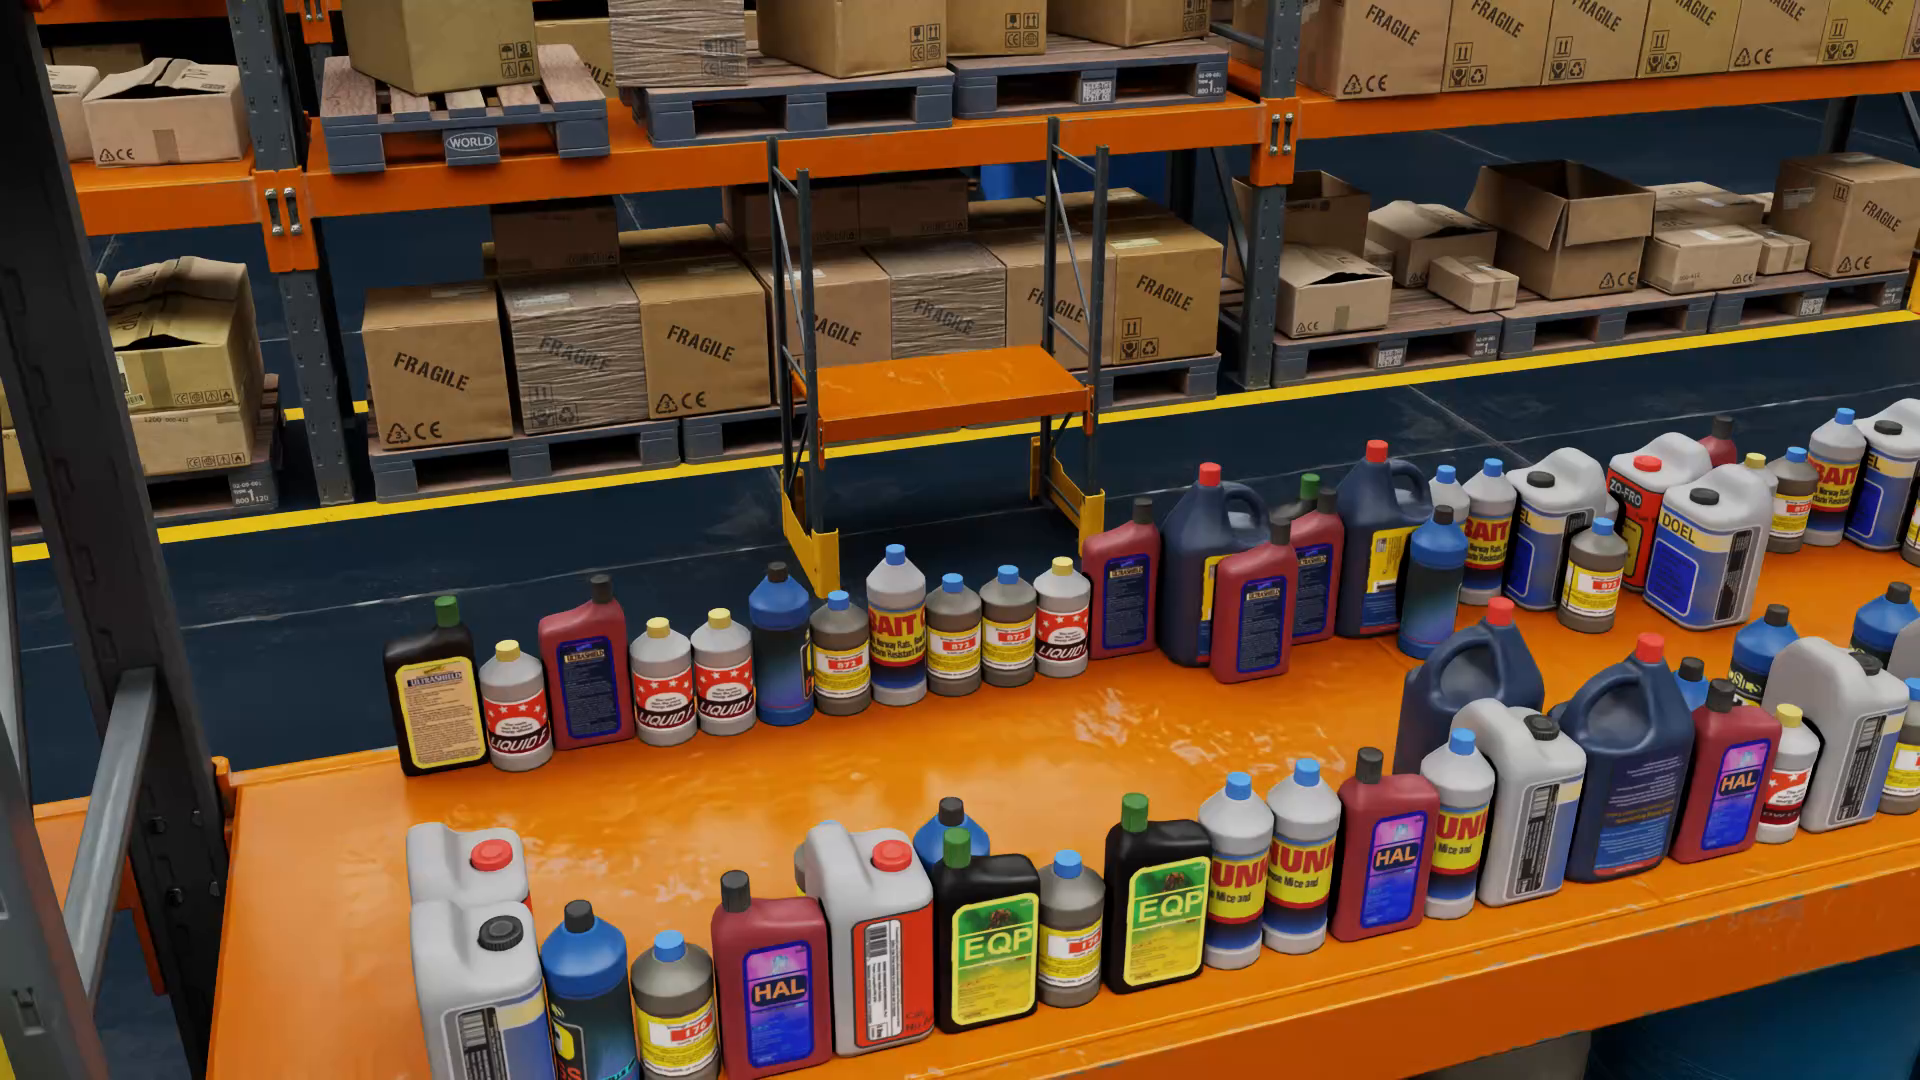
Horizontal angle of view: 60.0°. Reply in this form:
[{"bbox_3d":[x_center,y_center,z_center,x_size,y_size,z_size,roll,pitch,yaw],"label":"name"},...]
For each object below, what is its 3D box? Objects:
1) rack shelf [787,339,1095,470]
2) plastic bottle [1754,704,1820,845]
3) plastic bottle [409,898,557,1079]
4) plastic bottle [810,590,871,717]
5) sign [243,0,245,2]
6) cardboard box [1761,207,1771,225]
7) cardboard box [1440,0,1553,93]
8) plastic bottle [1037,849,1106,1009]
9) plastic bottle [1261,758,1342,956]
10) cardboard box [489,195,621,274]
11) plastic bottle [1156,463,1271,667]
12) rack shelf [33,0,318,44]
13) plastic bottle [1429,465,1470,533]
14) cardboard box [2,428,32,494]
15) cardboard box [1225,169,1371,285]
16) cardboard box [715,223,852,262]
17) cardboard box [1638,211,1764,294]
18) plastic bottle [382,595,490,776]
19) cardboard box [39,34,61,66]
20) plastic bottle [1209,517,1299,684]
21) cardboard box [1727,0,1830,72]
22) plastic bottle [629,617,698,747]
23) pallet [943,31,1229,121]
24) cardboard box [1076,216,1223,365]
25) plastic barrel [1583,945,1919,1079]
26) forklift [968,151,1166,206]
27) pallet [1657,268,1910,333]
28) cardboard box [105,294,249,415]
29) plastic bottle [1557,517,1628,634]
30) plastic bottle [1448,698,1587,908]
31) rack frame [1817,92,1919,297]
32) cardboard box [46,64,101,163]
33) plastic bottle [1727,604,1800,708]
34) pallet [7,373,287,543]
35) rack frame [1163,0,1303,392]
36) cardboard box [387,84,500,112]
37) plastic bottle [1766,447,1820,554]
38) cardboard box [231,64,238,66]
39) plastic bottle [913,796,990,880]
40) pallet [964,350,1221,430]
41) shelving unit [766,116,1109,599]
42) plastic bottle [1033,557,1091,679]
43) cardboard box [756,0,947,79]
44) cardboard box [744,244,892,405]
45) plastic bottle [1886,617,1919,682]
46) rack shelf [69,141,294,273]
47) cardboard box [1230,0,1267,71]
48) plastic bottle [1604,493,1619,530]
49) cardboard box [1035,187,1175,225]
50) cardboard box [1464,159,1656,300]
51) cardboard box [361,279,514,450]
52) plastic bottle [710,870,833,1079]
[{"bbox_3d":[-0.081,-0.499,5.973,1.000,0.185,0.538,-8,28,-16],"label":"rack shelf"},{"bbox_3d":[1.189,0.334,2.428,0.097,0.201,0.097,0,26,0],"label":"plastic bottle"},{"bbox_3d":[-0.551,0.540,1.929,0.135,0.276,0.152,-8,28,-16],"label":"plastic bottle"},{"bbox_3d":[-0.197,0.180,2.738,0.097,0.201,0.097,0,26,0],"label":"plastic bottle"},{"bbox_3d":[-2.417,-1.972,5.547,0.005,0.325,0.100,-8,28,-16],"label":"sign"},{"bbox_3d":[4.272,-1.771,9.135,0.250,0.166,0.380,-8,28,-16],"label":"cardboard box"},{"bbox_3d":[2.266,-2.310,7.418,0.500,0.500,0.500,-8,27,-15],"label":"cardboard box"},{"bbox_3d":[0.135,0.487,2.120,0.097,0.201,0.097,0,26,0],"label":"plastic bottle"},{"bbox_3d":[0.447,0.410,2.196,0.097,0.271,0.097,0,26,0],"label":"plastic bottle"},{"bbox_3d":[-1.724,-1.339,7.046,0.500,0.250,0.500,-7,27,-14],"label":"cardboard box"},{"bbox_3d":[0.441,0.031,2.869,0.185,0.351,0.144,-8,28,-16],"label":"plastic bottle"},{"bbox_3d":[-6.032,-3.184,10.100,4.000,0.370,1.077,-8,28,-16],"label":"rack shelf"},{"bbox_3d":[0.871,-0.006,3.034,0.097,0.271,0.097,0,26,0],"label":"plastic bottle"},{"bbox_3d":[-3.506,-0.396,6.295,0.500,0.250,0.500,-9,28,-17],"label":"cardboard box"},{"bbox_3d":[1.665,-1.515,8.244,0.500,0.500,0.500,-8,28,-16],"label":"cardboard box"},{"bbox_3d":[-0.787,-1.139,7.488,0.500,0.500,0.500,-9,28,-18],"label":"cardboard box"},{"bbox_3d":[3.661,-1.458,8.411,0.500,0.250,0.500,-8,28,-16],"label":"cardboard box"},{"bbox_3d":[-0.810,0.223,2.559,0.133,0.283,0.061,-8,28,-16],"label":"plastic bottle"},{"bbox_3d":[-5.847,-2.949,10.290,0.500,0.250,0.500,-8,28,-16],"label":"cardboard box"},{"bbox_3d":[0.498,0.101,2.804,0.133,0.283,0.061,-8,28,-16],"label":"plastic bottle"},{"bbox_3d":[3.704,-2.518,7.837,0.500,0.500,0.500,-8,28,-16],"label":"cardboard box"},{"bbox_3d":[-0.475,0.220,2.657,0.097,0.201,0.097,0,26,0],"label":"plastic bottle"},{"bbox_3d":[0.417,-2.089,7.300,1.213,0.211,1.003,-8,28,-16],"label":"pallet"},{"bbox_3d":[0.830,-1.127,7.463,0.500,0.500,0.500,-8,28,-16],"label":"cardboard box"},{"bbox_3d":[1.545,0.773,3.207,0.708,0.901,0.600,-8,28,-16],"label":"plastic barrel"},{"bbox_3d":[0.586,-3.343,9.687,1.130,2.935,3.031,-2,26,-5],"label":"forklift"},{"bbox_3d":[4.184,-1.420,8.873,1.213,0.211,1.003,-8,28,-16],"label":"pallet"},{"bbox_3d":[-3.014,-0.719,6.315,0.500,0.311,0.500,-8,27,-15],"label":"cardboard box"},{"bbox_3d":[1.139,0.057,2.985,0.097,0.201,0.097,0,26,0],"label":"plastic bottle"},{"bbox_3d":[0.768,0.349,2.314,0.135,0.276,0.152,-8,28,-16],"label":"plastic bottle"},{"bbox_3d":[5.014,-2.790,8.496,0.127,3.000,1.000,-8,28,-16],"label":"rack frame"},{"bbox_3d":[-3.503,-1.607,6.213,0.500,0.311,0.500,-9,28,-17],"label":"cardboard box"},{"bbox_3d":[1.235,0.225,2.569,0.097,0.271,0.097,0,26,0],"label":"plastic bottle"},{"bbox_3d":[-3.387,-0.342,6.702,1.213,0.211,1.003,-8,28,-16],"label":"pallet"},{"bbox_3d":[1.211,-2.239,7.386,0.127,3.000,1.000,-8,28,-16],"label":"rack frame"},{"bbox_3d":[-3.390,-3.053,10.971,0.750,0.750,0.750,-9,28,-17],"label":"cardboard box"},{"bbox_3d":[1.624,-0.084,3.269,0.097,0.201,0.097,0,26,0],"label":"plastic bottle"},{"bbox_3d":[-4.799,-2.738,10.708,0.500,0.500,0.700,-8,27,-15],"label":"cardboard box"},{"bbox_3d":[-0.011,0.448,2.119,0.097,0.271,0.097,0,26,0],"label":"plastic bottle"},{"bbox_3d":[0.449,-0.862,7.748,1.213,0.211,1.003,-8,28,-16],"label":"pallet"},{"bbox_3d":[-0.072,-0.661,5.895,1.083,1.500,0.587,-8,28,-16],"label":"shelving unit"},{"bbox_3d":[0.173,0.126,2.846,0.097,0.201,0.097,0,26,0],"label":"plastic bottle"},{"bbox_3d":[-0.450,-2.202,6.728,0.500,0.500,0.700,-16,31,-29],"label":"cardboard box"},{"bbox_3d":[-0.602,-0.923,7.052,0.500,0.500,0.500,-9,28,-18],"label":"cardboard box"},{"bbox_3d":[1.512,0.241,2.531,0.135,0.276,0.152,-8,28,-16],"label":"plastic bottle"},{"bbox_3d":[-4.494,-1.090,5.882,4.000,0.370,1.077,-8,28,-16],"label":"rack shelf"},{"bbox_3d":[1.607,-2.461,7.721,0.500,0.500,0.500,-8,27,-15],"label":"cardboard box"},{"bbox_3d":[1.184,-0.020,3.141,0.097,0.201,0.097,0,26,0],"label":"plastic bottle"},{"bbox_3d":[0.675,-1.353,7.918,0.500,0.500,0.500,-10,28,-18],"label":"cardboard box"},{"bbox_3d":[2.996,-1.579,8.369,0.637,0.503,0.797,-8,28,-16],"label":"cardboard box"},{"bbox_3d":[-2.071,-0.707,6.618,0.500,0.500,0.500,-7,27,-14],"label":"cardboard box"},{"bbox_3d":[-0.224,0.510,1.980,0.133,0.283,0.061,-8,28,-16],"label":"plastic bottle"}]
